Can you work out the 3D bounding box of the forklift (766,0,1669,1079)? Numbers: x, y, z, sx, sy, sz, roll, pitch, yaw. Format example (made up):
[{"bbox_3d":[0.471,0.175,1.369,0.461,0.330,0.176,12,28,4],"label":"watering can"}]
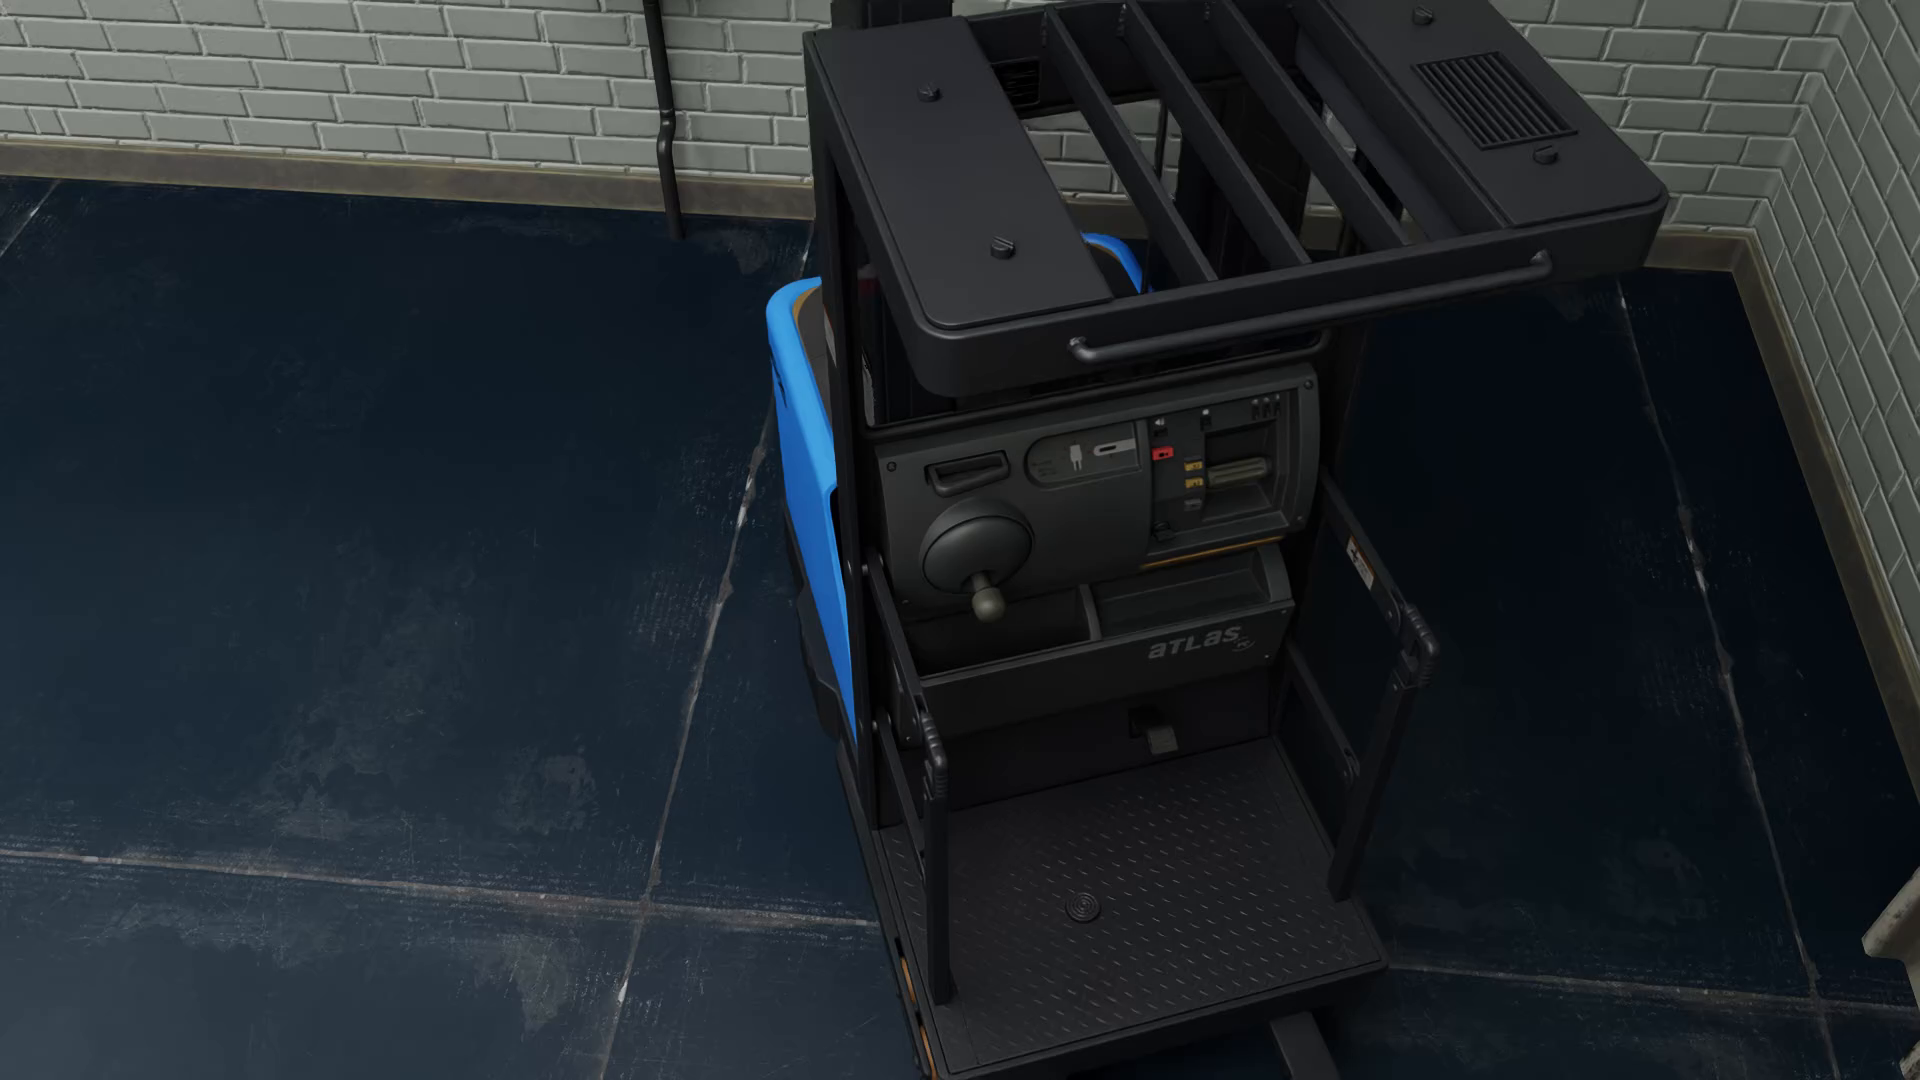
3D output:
[{"bbox_3d":[0.356,0.008,3.257,1.130,2.935,3.031,-12,49,-10],"label":"forklift"}]

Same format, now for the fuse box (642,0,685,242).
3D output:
[{"bbox_3d":[-1.046,-1.702,5.647,0.539,1.711,0.414,4,48,4],"label":"fuse box"}]
